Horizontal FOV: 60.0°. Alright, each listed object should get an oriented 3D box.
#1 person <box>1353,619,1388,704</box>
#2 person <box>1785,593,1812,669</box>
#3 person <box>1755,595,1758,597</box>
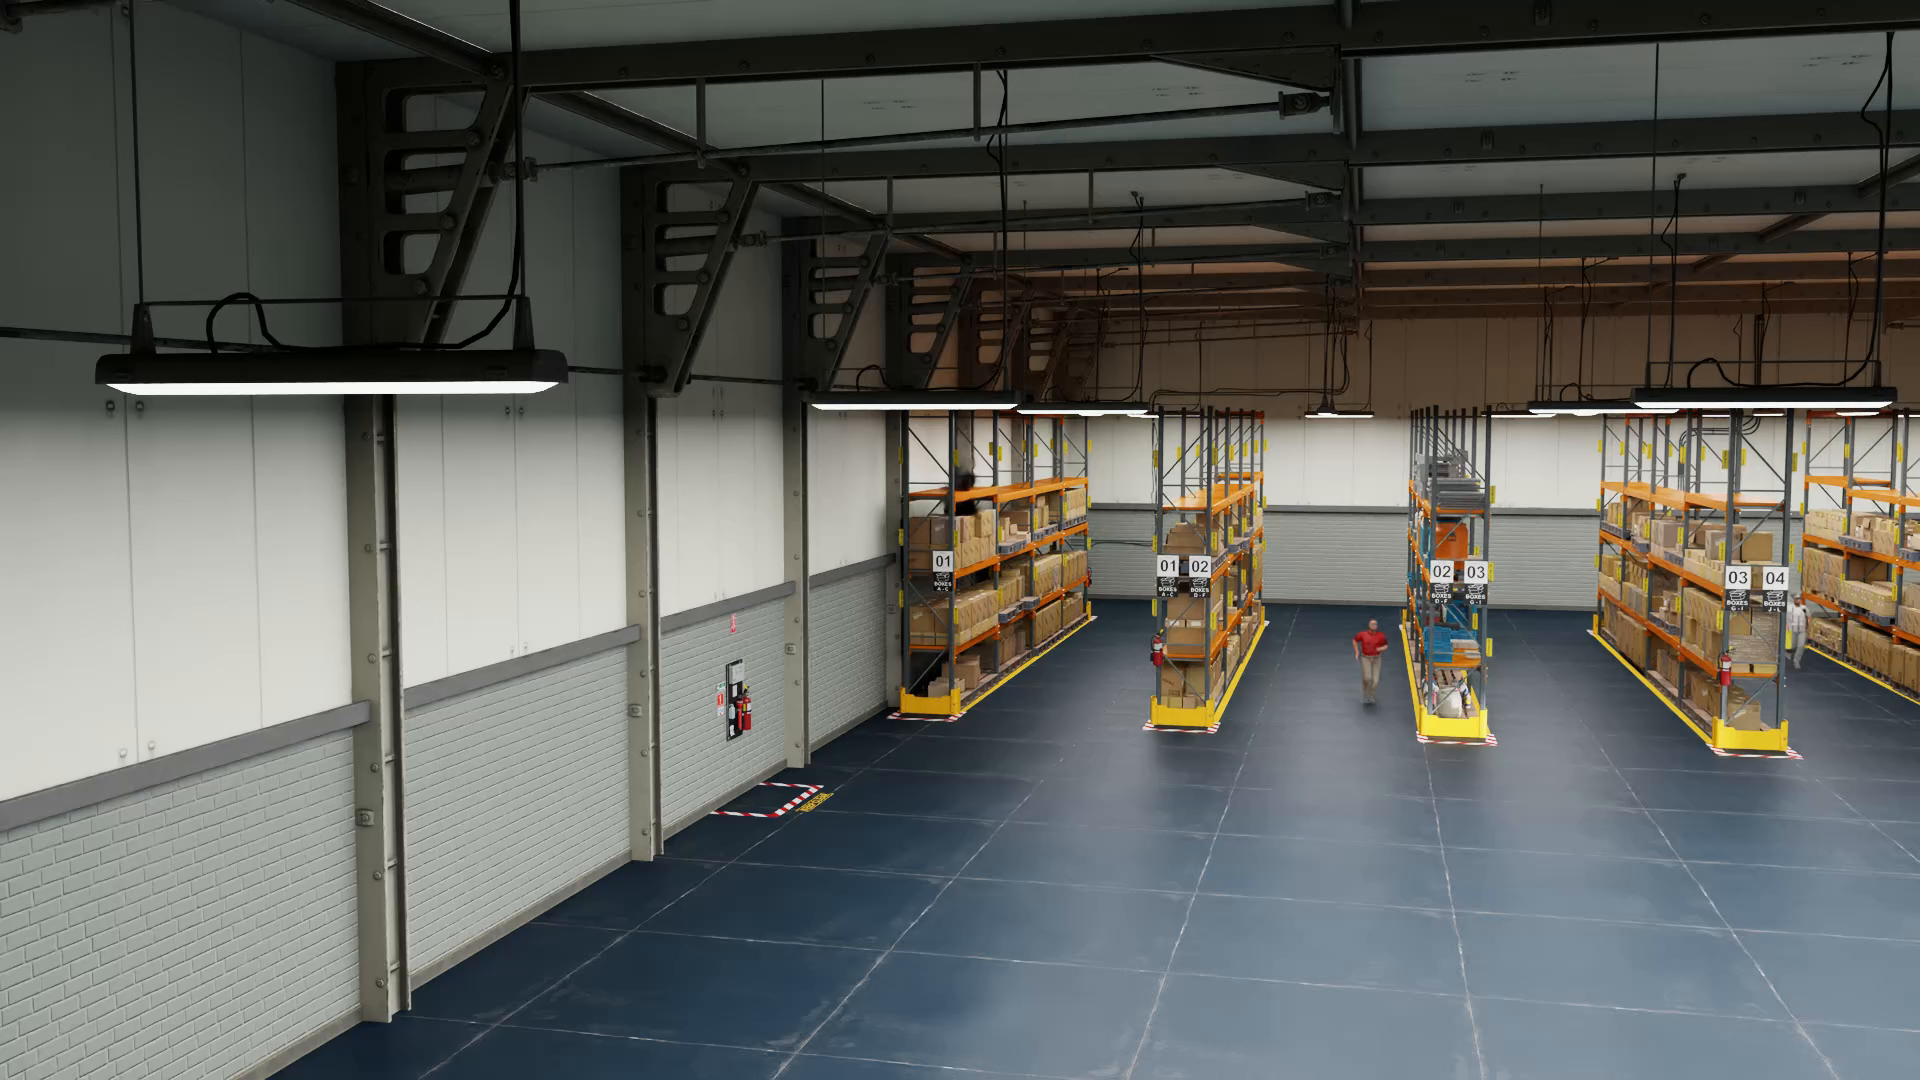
[{"bbox_3d":[8.309,2.461,33.575,0.650,1.718,0.653,0,4,1],"label":"person"},{"bbox_3d":[19.480,2.090,38.730,0.671,1.749,0.657,1,4,13],"label":"person"},{"bbox_3d":[20.708,1.813,43.901,0.509,1.527,0.543,-2,5,-28],"label":"person"}]
